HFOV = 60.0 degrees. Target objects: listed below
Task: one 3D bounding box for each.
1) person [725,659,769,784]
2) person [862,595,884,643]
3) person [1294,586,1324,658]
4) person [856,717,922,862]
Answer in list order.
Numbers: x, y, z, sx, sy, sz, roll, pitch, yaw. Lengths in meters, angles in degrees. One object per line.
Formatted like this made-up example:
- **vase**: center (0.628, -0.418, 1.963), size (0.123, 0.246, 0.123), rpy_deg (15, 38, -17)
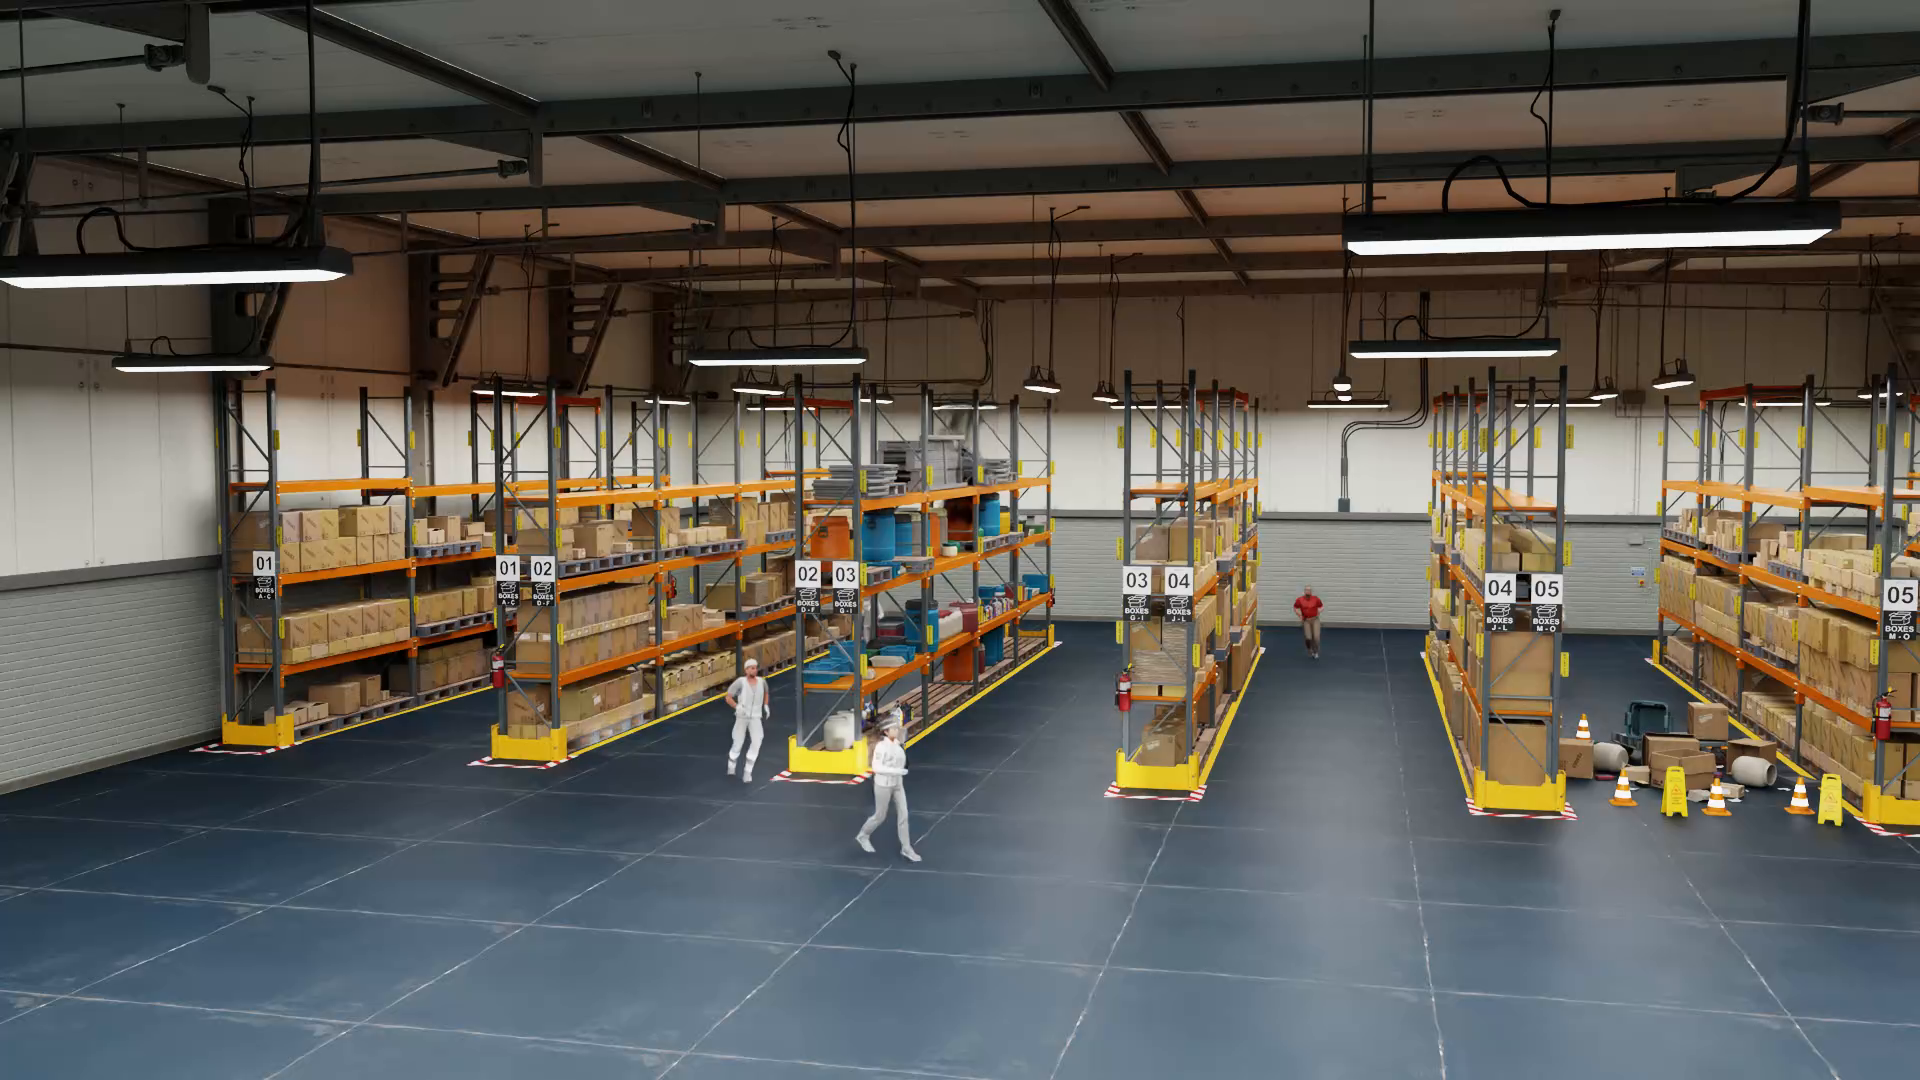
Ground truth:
- **person**: center (-3.123, 2.647, 24.556), size (0.708, 1.799, 0.706), rpy_deg (-1, 4, -21)
- **person**: center (-1.878, 1.832, 34.996), size (0.537, 1.558, 0.535), rpy_deg (1, 4, 12)
- **person**: center (7.971, 1.885, 37.974), size (0.654, 1.675, 0.617), rpy_deg (0, 3, 5)
- **person**: center (-0.866, 2.951, 19.858), size (0.886, 1.711, 0.602), rpy_deg (2, 4, 36)
